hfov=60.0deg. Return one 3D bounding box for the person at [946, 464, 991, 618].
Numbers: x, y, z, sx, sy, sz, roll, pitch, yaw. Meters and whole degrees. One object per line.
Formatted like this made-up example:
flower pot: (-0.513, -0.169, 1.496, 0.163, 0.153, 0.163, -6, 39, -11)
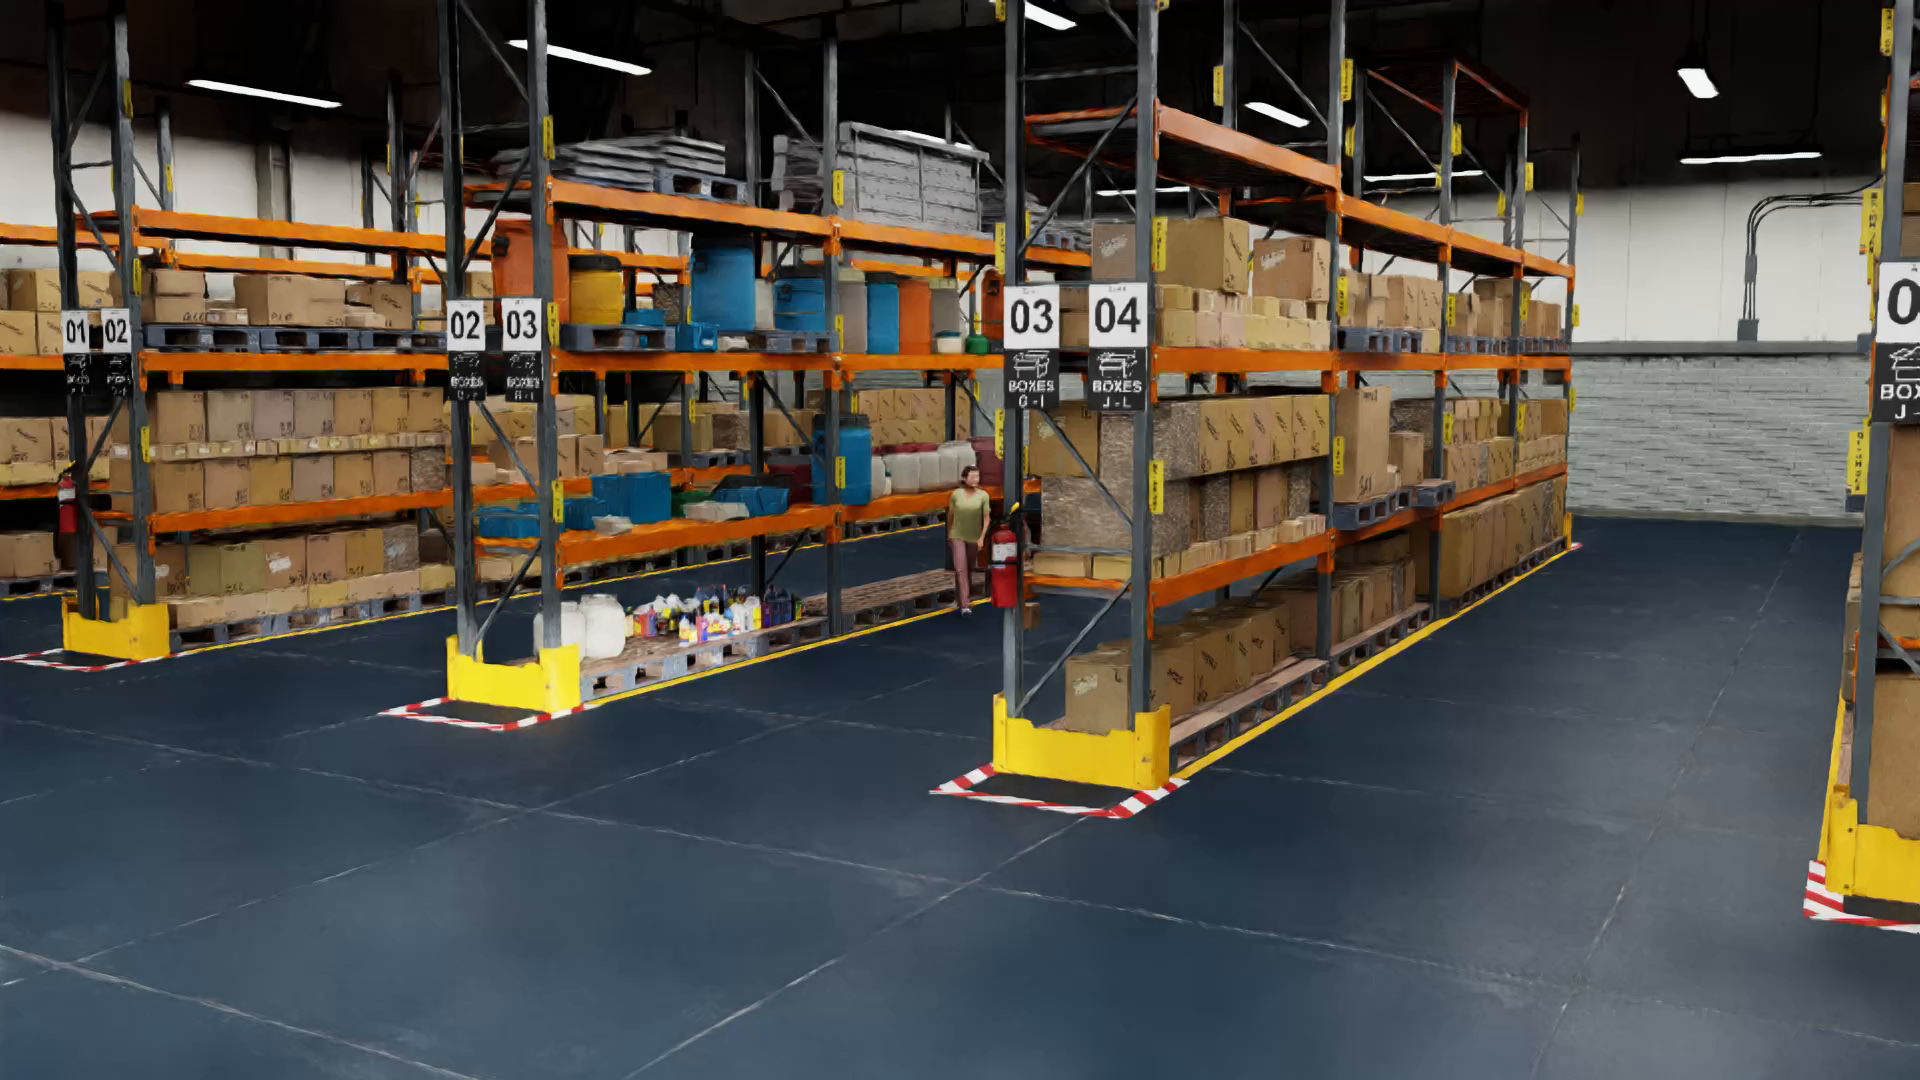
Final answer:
person: (0.104, -0.003, 17.822, 0.464, 1.619, 0.952, -1, 6, -5)
